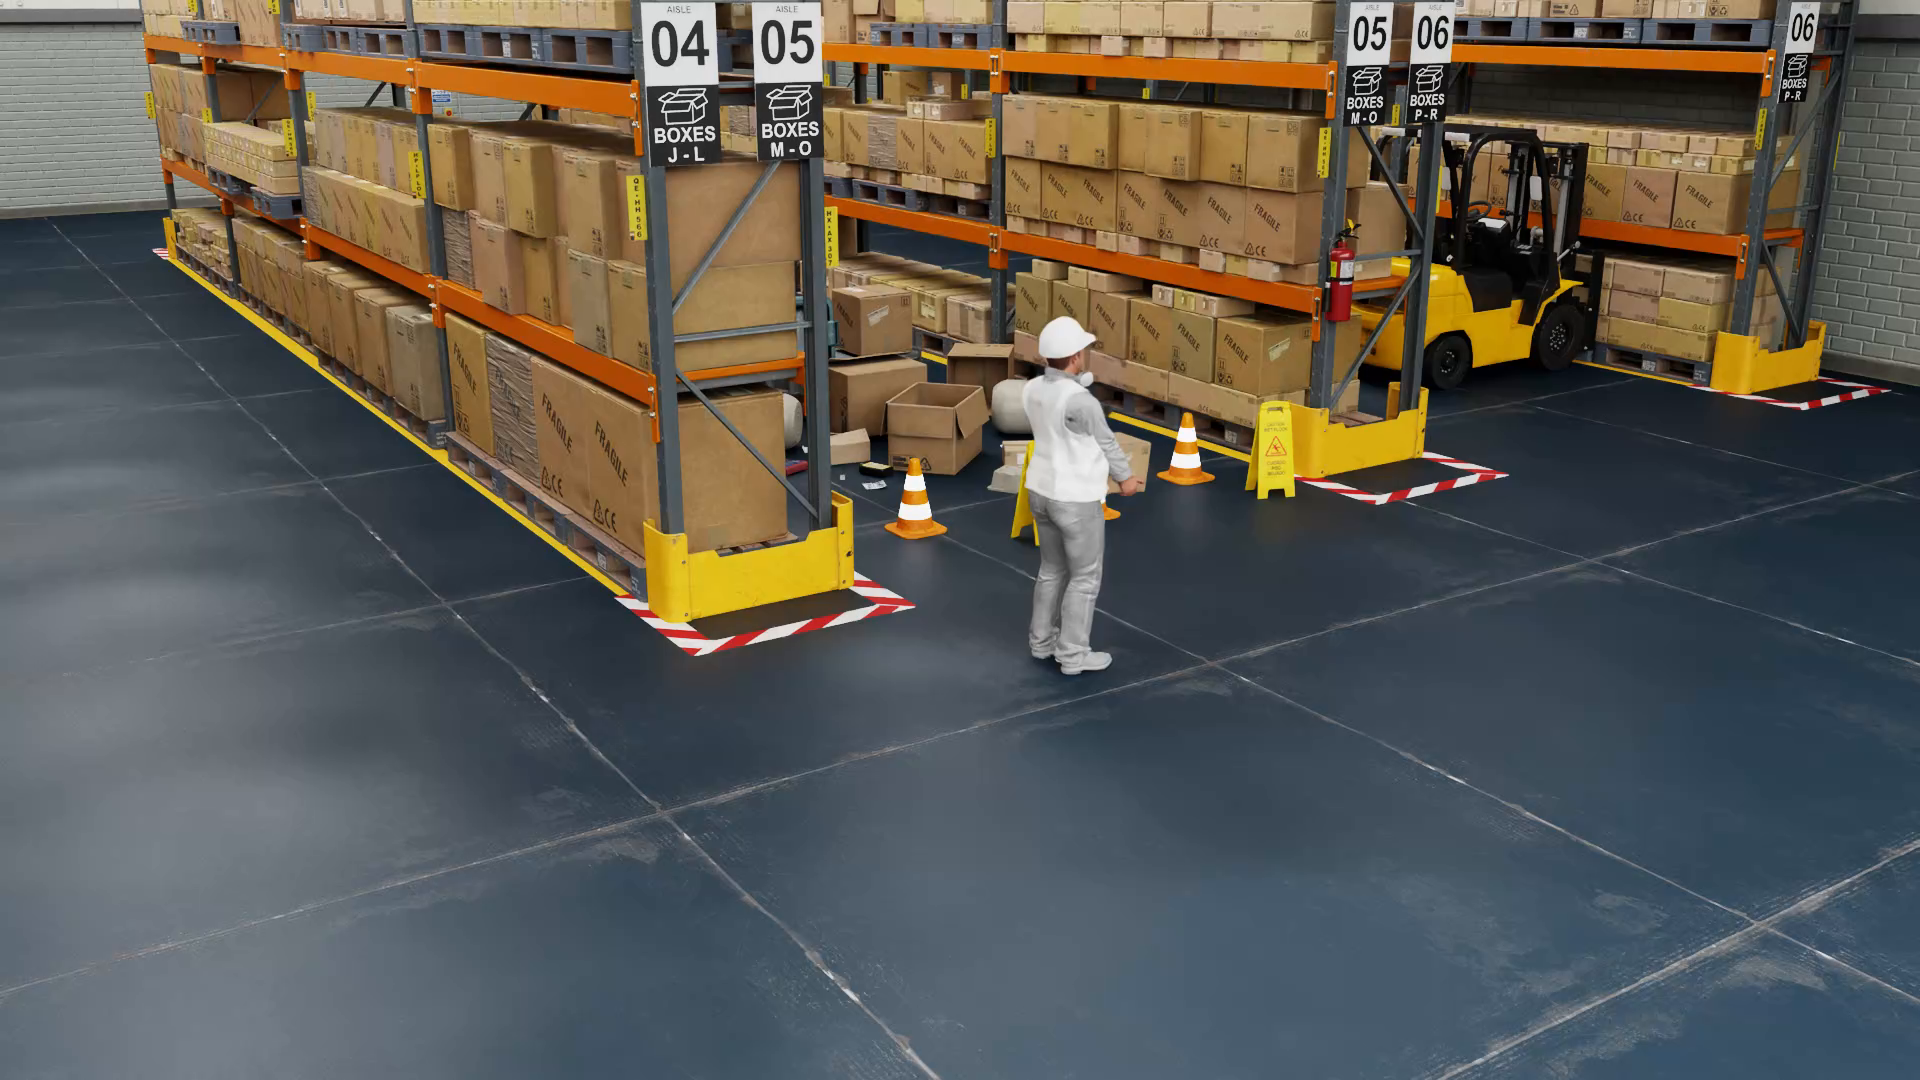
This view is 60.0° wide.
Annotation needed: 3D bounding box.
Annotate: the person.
[{"bbox_3d":[0.604,-0.242,8.267,0.555,1.770,0.495,-11,21,-31],"label":"person"}]
